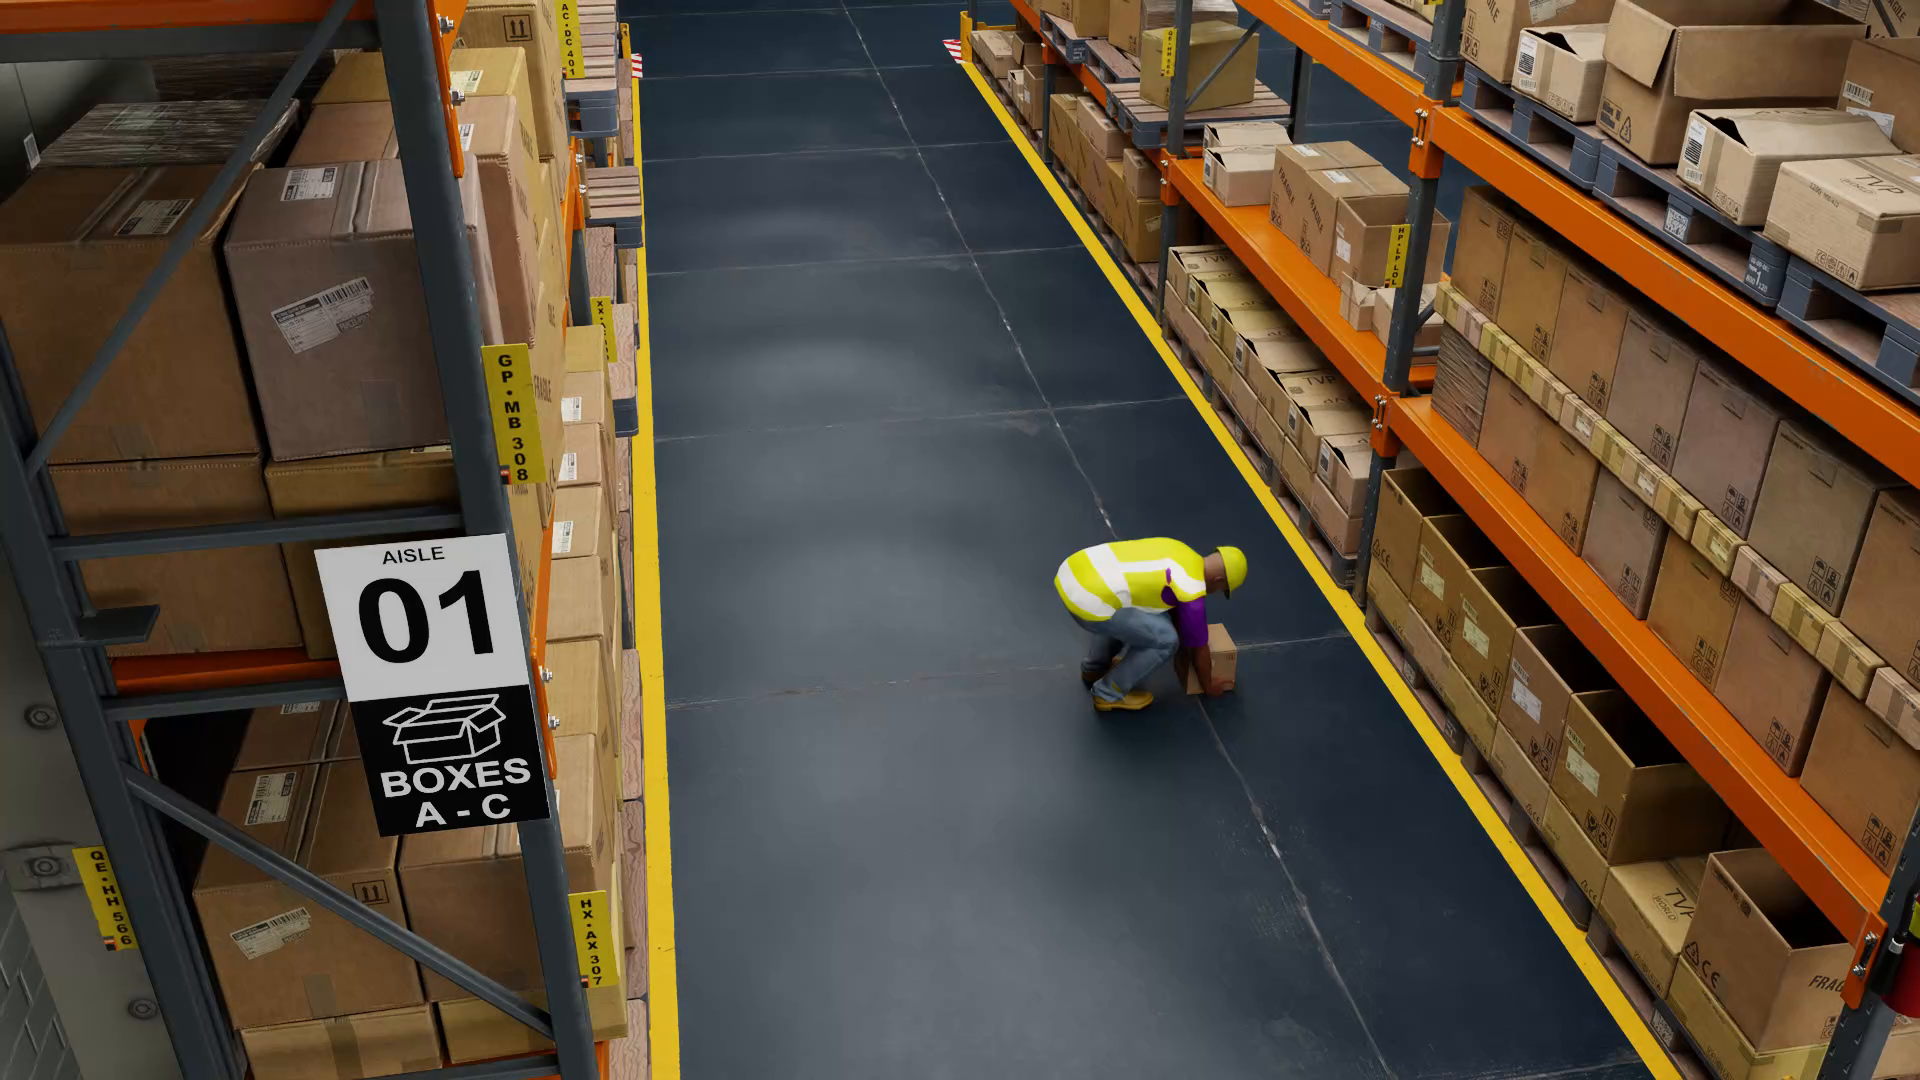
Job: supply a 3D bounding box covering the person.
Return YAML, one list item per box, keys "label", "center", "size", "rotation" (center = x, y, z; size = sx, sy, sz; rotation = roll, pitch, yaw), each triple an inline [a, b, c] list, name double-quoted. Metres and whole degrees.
- label: "person"
  center: [0.962, 0.391, 8.376]
  size: [0.980, 0.863, 0.518]
  rotation: [-6, 31, -11]
